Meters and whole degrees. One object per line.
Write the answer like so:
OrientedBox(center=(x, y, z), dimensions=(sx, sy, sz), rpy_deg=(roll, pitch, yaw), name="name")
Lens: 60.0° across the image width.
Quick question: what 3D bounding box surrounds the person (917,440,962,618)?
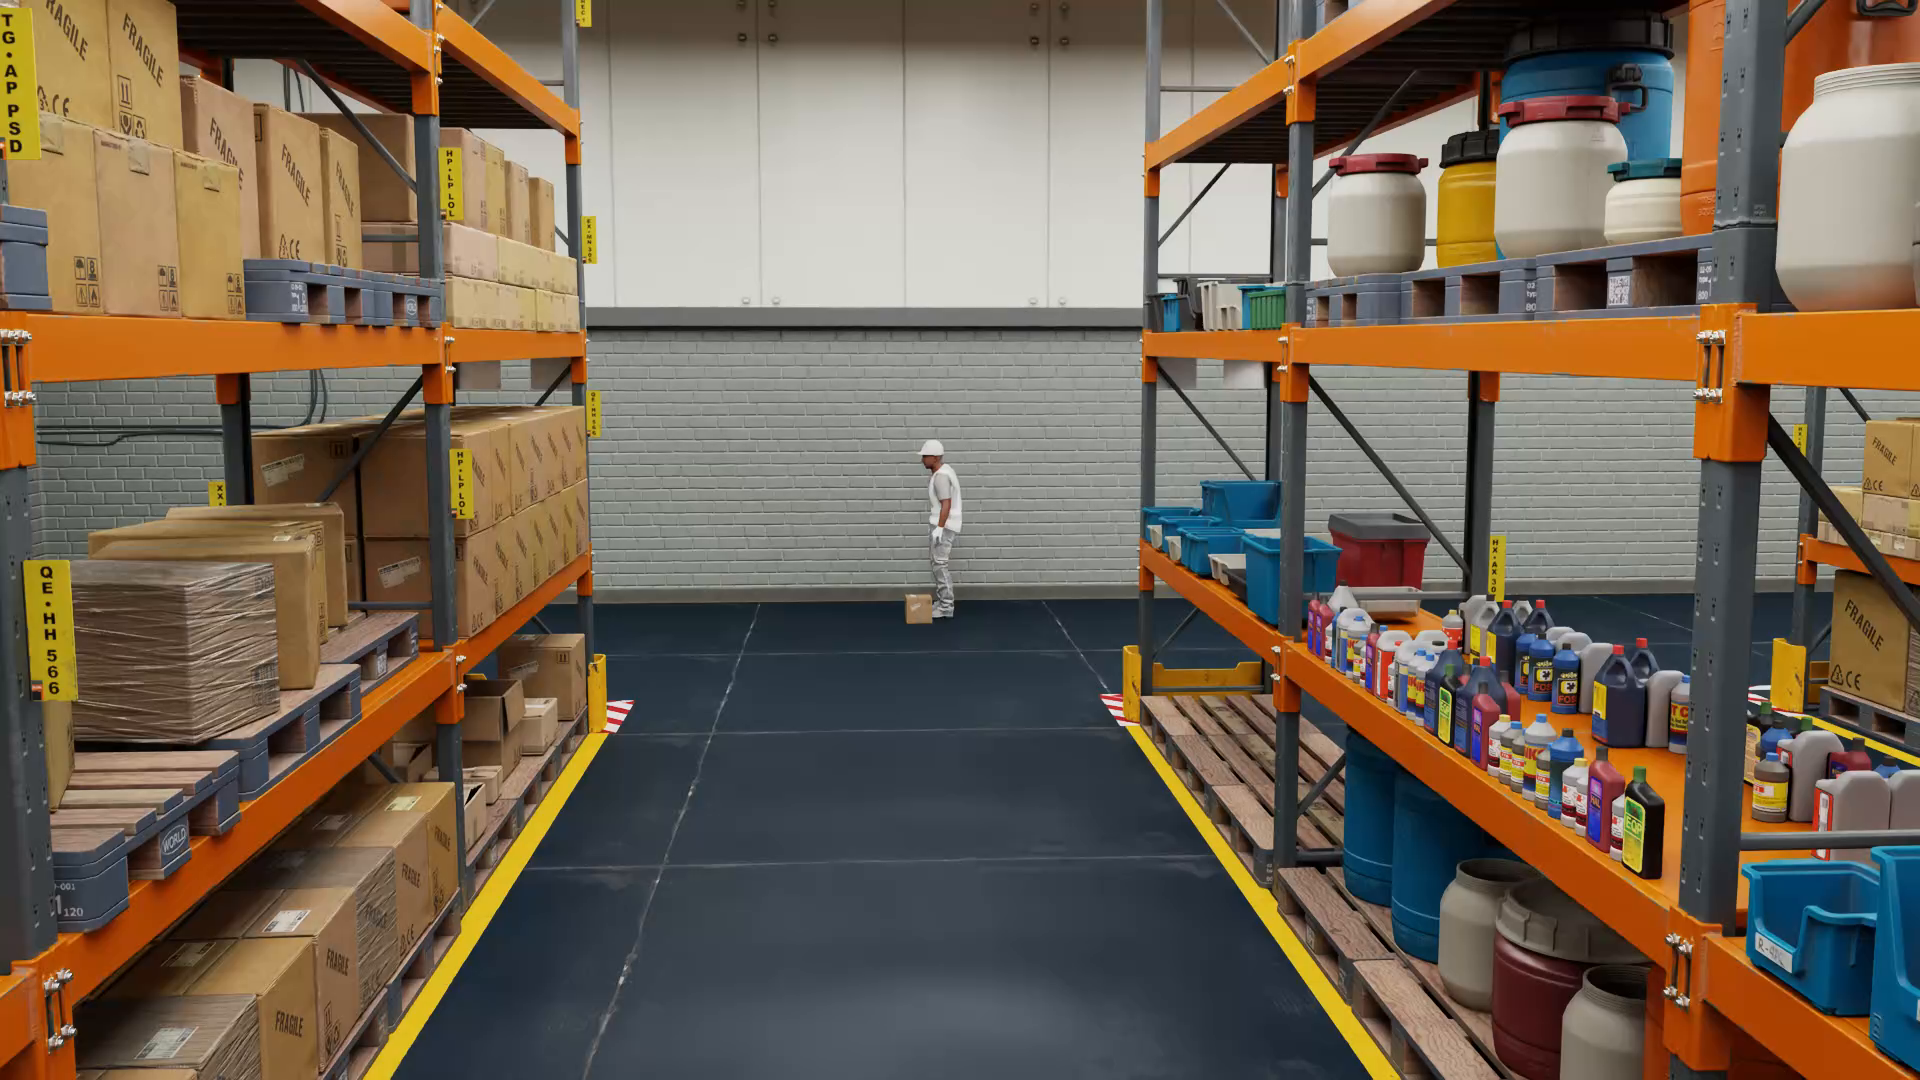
OrientedBox(center=(-0.209, -0.118, 16.681), dimensions=(0.449, 1.774, 0.616), rpy_deg=(0, 7, -4), name="person")
